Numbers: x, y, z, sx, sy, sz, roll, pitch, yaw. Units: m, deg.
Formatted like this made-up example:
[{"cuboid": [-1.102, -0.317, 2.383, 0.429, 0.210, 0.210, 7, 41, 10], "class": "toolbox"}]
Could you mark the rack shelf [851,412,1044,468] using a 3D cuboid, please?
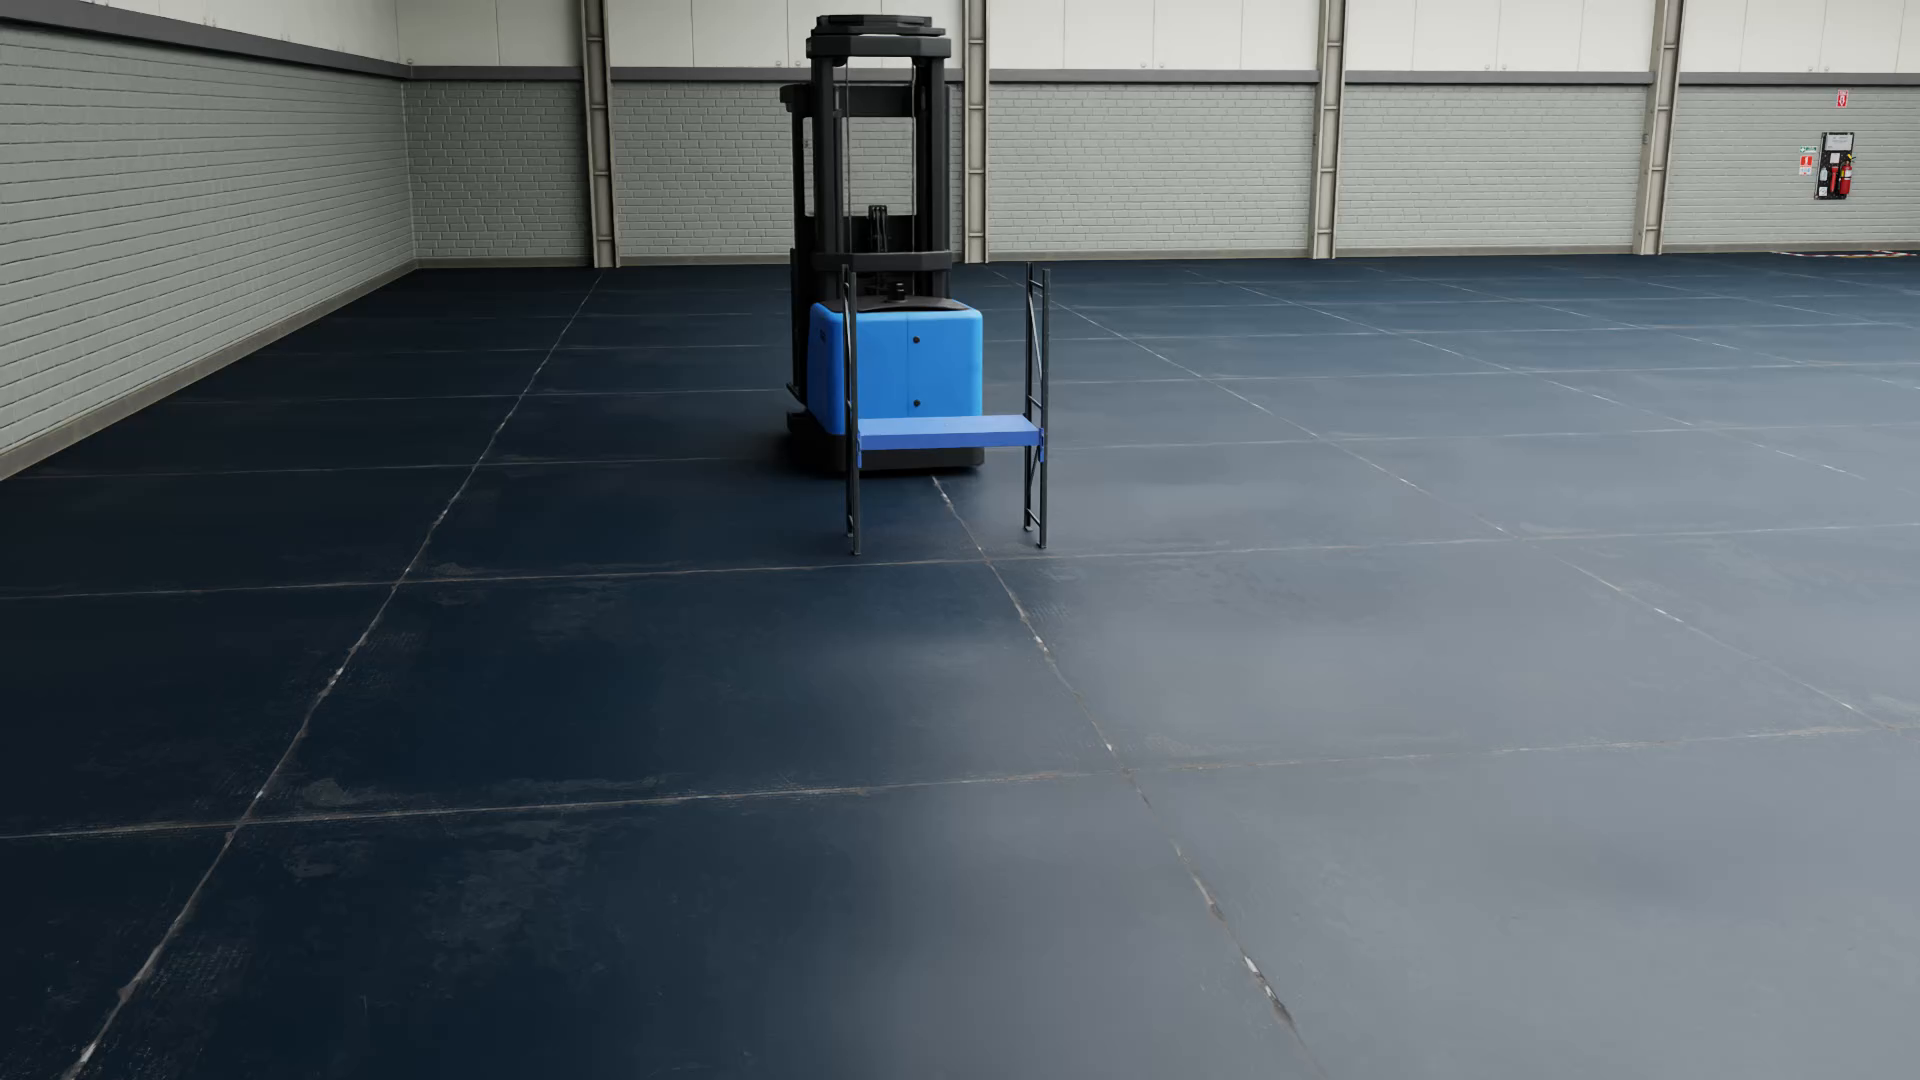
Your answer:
[{"cuboid": [-0.084, -0.550, 9.071, 1.000, 0.185, 0.538, -2, 14, -8], "class": "rack shelf"}]

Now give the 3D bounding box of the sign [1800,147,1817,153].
[{"cuboid": [15.047, -6.921, 29.492, 0.331, 0.109, 0.001, -2, 14, -8], "class": "sign"}]

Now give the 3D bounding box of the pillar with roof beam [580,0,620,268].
[{"cuboid": [-5.038, -7.729, 21.543, 0.400, 9.000, 9.100, -2, 14, -8], "class": "pillar with roof beam"}]

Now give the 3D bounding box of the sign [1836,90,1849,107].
[{"cuboid": [15.580, -7.792, 29.362, 0.199, 0.298, 0.001, -2, 14, -8], "class": "sign"}]

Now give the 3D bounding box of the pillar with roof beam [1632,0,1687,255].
[{"cuboid": [12.761, -8.382, 24.144, 0.400, 9.000, 9.100, -2, 14, -8], "class": "pillar with roof beam"}]

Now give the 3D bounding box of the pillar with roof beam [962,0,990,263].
[{"cuboid": [0.895, -7.947, 22.410, 0.400, 9.000, 9.100, -2, 14, -8], "class": "pillar with roof beam"}]

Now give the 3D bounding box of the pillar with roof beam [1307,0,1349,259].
[{"cuboid": [6.828, -8.164, 23.277, 0.400, 9.000, 9.100, -2, 14, -8], "class": "pillar with roof beam"}]

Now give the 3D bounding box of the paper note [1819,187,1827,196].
[{"cuboid": [15.418, -6.227, 29.697, 0.142, 0.148, 0.016, -2, 14, -8], "class": "paper note"}]

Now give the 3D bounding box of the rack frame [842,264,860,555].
[{"cuboid": [-0.587, -0.706, 8.954, 0.032, 1.500, 0.500, -2, 14, -8], "class": "rack frame"}]

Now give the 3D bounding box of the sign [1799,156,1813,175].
[{"cuboid": [15.041, -6.666, 29.564, 0.234, 0.329, 0.001, -2, 14, -8], "class": "sign"}]

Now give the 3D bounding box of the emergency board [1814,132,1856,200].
[{"cuboid": [15.603, -6.644, 29.549, 0.643, 1.169, 0.194, -2, 14, -8], "class": "emergency board"}]

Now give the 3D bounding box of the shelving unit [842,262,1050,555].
[{"cuboid": [-0.084, -0.724, 9.027, 1.048, 1.500, 0.538, -2, 14, -8], "class": "shelving unit"}]

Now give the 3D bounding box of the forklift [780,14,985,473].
[{"cuboid": [-0.667, -2.172, 11.857, 1.130, 2.935, 3.031, -3, 14, -12], "class": "forklift"}]

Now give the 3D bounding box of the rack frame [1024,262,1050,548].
[{"cuboid": [0.418, -0.743, 9.101, 0.032, 1.500, 0.500, -2, 14, -8], "class": "rack frame"}]
